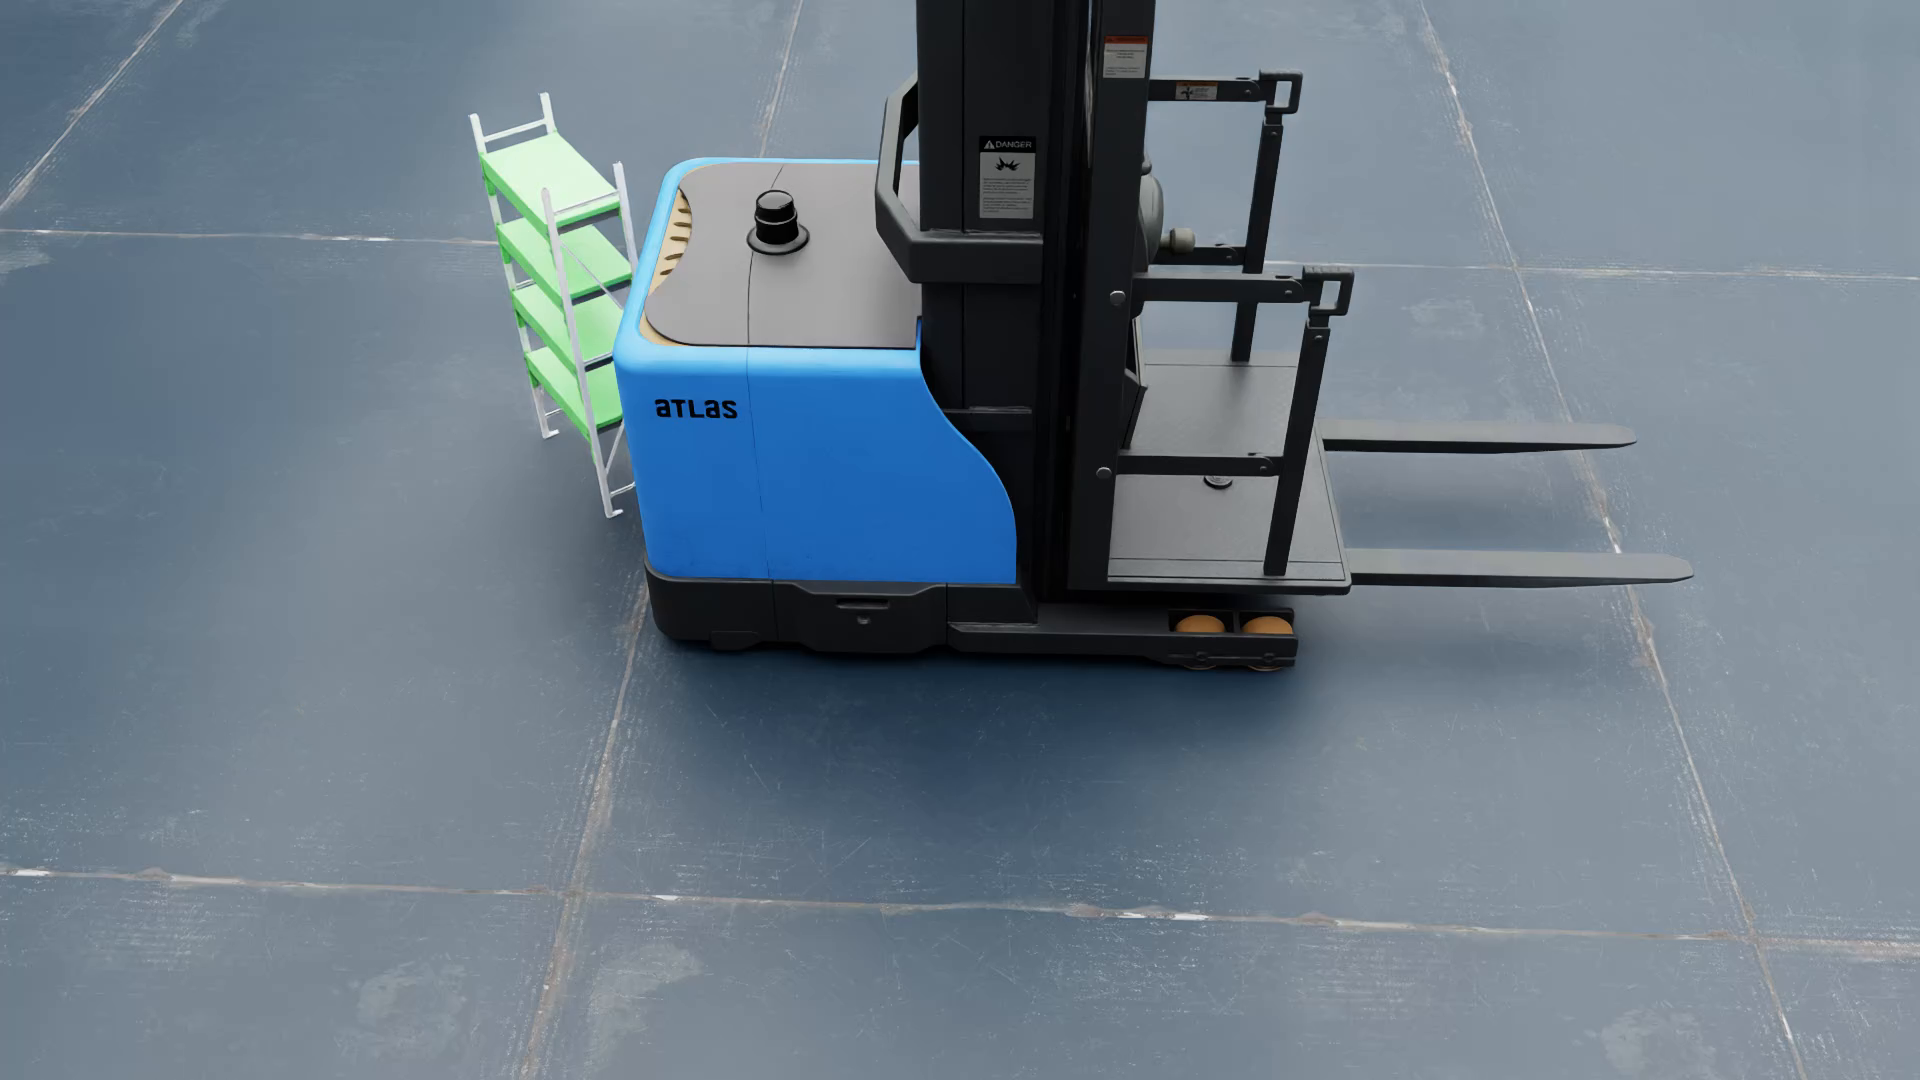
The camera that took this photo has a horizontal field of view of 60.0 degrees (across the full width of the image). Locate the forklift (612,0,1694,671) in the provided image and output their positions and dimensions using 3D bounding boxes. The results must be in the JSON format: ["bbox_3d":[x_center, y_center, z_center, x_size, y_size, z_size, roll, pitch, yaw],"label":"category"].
[{"bbox_3d":[0.622,-1.061,4.239,3.031,2.935,1.130,1,43,1],"label":"forklift"}]

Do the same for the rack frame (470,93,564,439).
[{"bbox_3d":[-1.311,-0.830,5.260,0.240,1.200,0.015,-25,48,-24],"label":"rack frame"}]

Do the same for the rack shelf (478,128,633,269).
[{"bbox_3d":[-1.175,-0.998,4.829,0.258,0.148,0.480,-25,48,-24],"label":"rack shelf"}]

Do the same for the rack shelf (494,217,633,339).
[{"bbox_3d":[-1.174,-0.822,4.992,0.258,0.148,0.480,-25,48,-24],"label":"rack shelf"}]

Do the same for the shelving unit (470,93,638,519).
[{"bbox_3d":[-1.173,-0.694,5.112,0.258,1.200,0.503,-25,48,-24],"label":"shelving unit"}]

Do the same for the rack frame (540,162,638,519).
[{"bbox_3d":[-1.034,-0.557,4.965,0.240,1.200,0.015,-25,48,-24],"label":"rack frame"}]

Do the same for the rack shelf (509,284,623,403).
[{"bbox_3d":[-1.172,-0.647,5.156,0.258,0.148,0.480,-25,48,-24],"label":"rack shelf"}]

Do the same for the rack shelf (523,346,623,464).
[{"bbox_3d":[-1.171,-0.471,5.319,0.258,0.148,0.480,-25,48,-24],"label":"rack shelf"}]
